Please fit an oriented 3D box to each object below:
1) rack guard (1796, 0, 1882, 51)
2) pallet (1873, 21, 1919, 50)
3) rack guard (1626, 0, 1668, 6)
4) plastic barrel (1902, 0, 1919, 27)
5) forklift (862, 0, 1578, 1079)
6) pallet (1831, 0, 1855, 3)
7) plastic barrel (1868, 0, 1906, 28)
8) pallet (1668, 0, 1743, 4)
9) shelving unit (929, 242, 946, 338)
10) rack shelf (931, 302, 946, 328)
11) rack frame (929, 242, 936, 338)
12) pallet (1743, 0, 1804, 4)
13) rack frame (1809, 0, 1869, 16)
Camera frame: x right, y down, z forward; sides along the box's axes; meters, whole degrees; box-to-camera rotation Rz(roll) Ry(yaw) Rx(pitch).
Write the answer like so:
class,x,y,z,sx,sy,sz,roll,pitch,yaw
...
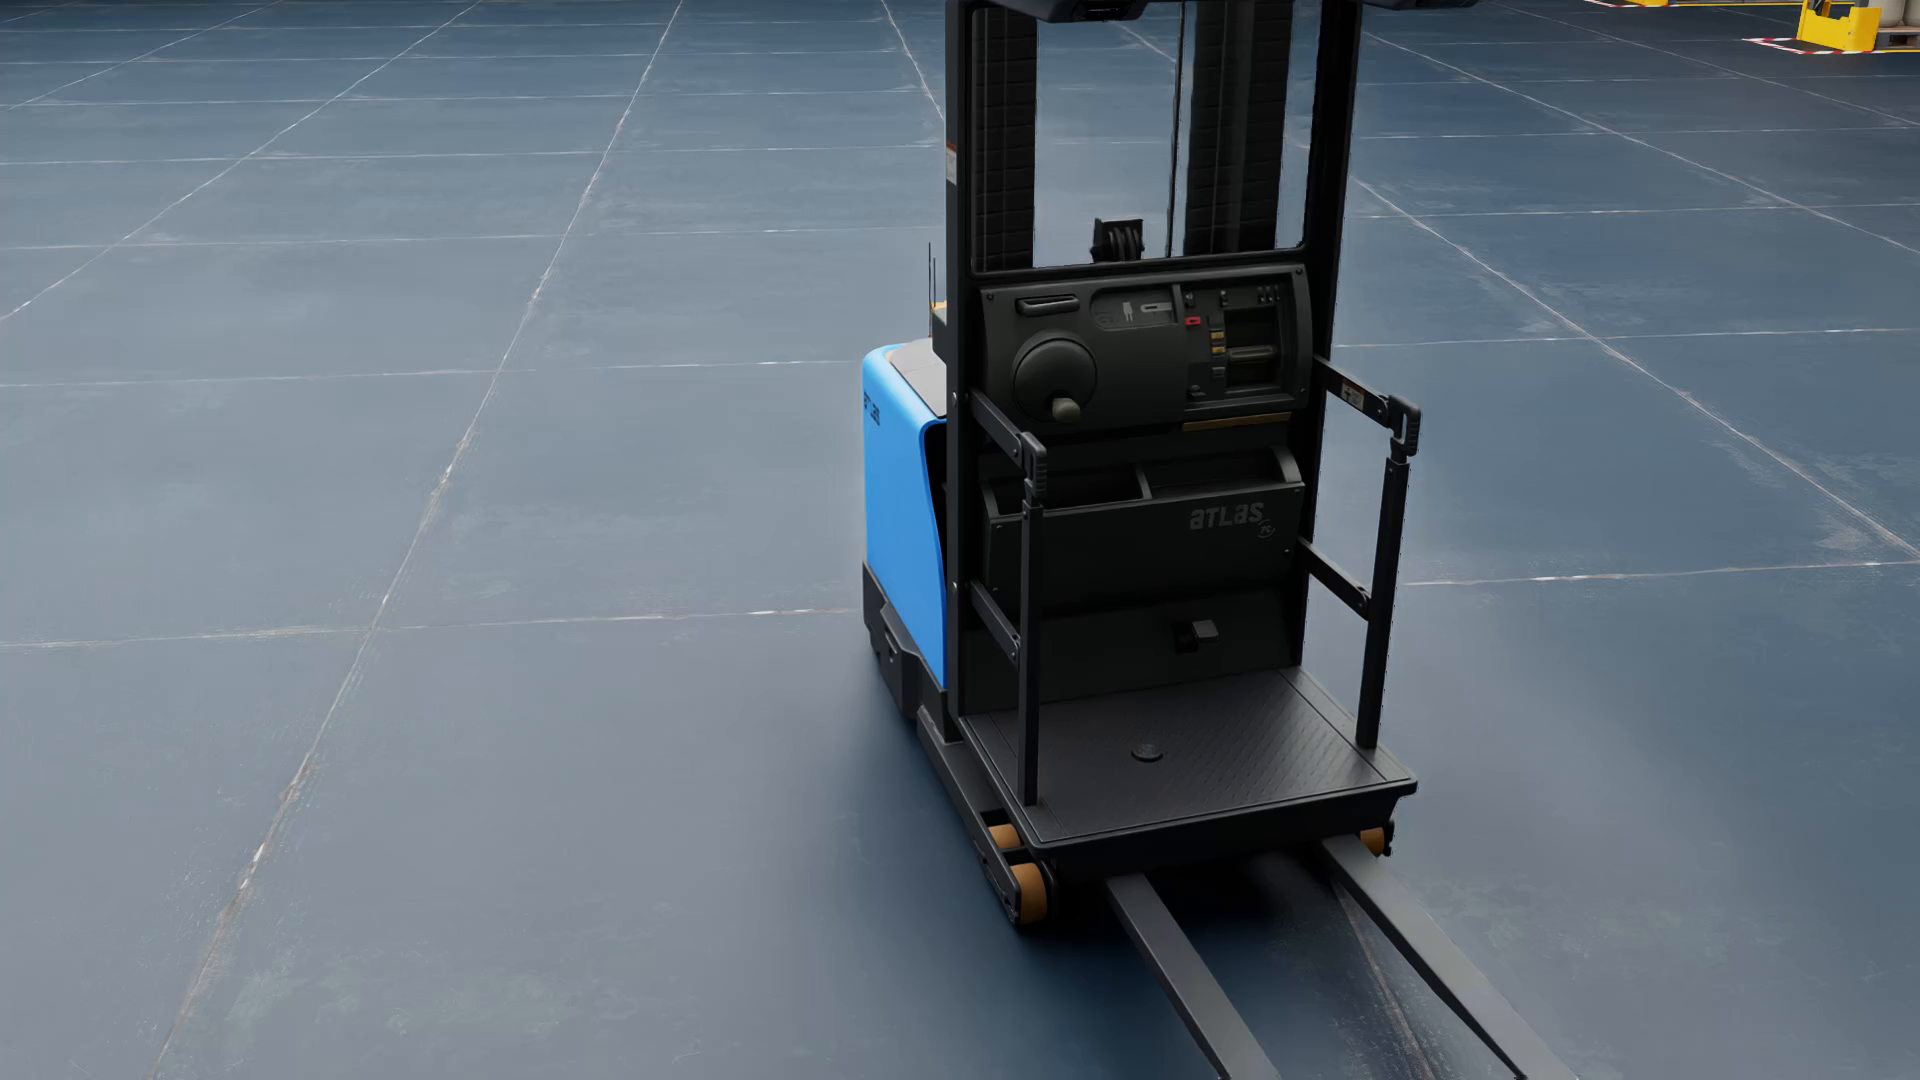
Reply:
class,x,y,z,sx,sy,sz,roll,pitch,yaw
rack guard,10.752,-6.323,20.361,0.348,0.500,1.175,-2,24,-5
pallet,11.561,-6.222,20.488,1.213,0.211,1.003,-2,24,-5
rack guard,10.174,-8.303,24.814,0.348,0.500,1.175,-2,24,-5
plastic barrel,11.827,-6.576,20.397,0.421,0.512,0.421,0,24,0
forklift,0.570,-0.491,4.247,1.130,2.935,3.031,-7,25,-15
pallet,13.383,-8.317,25.201,1.213,0.211,1.003,-2,24,-5
plastic barrel,11.328,-6.556,20.352,0.421,0.512,0.421,0,24,0
pallet,10.955,-8.219,24.982,1.213,0.211,1.003,-2,24,-5
shelving unit,-0.014,-0.548,6.505,0.189,1.200,0.258,-2,24,-5
rack shelf,-0.014,-0.836,6.377,0.180,0.103,0.258,-2,24,-5
rack frame,-0.105,-0.544,6.497,0.006,1.200,0.240,-2,24,-5
pallet,12.166,-8.267,25.088,1.213,0.211,1.003,-2,24,-5
rack frame,10.681,-7.444,19.804,0.127,3.000,1.000,-2,24,-5
